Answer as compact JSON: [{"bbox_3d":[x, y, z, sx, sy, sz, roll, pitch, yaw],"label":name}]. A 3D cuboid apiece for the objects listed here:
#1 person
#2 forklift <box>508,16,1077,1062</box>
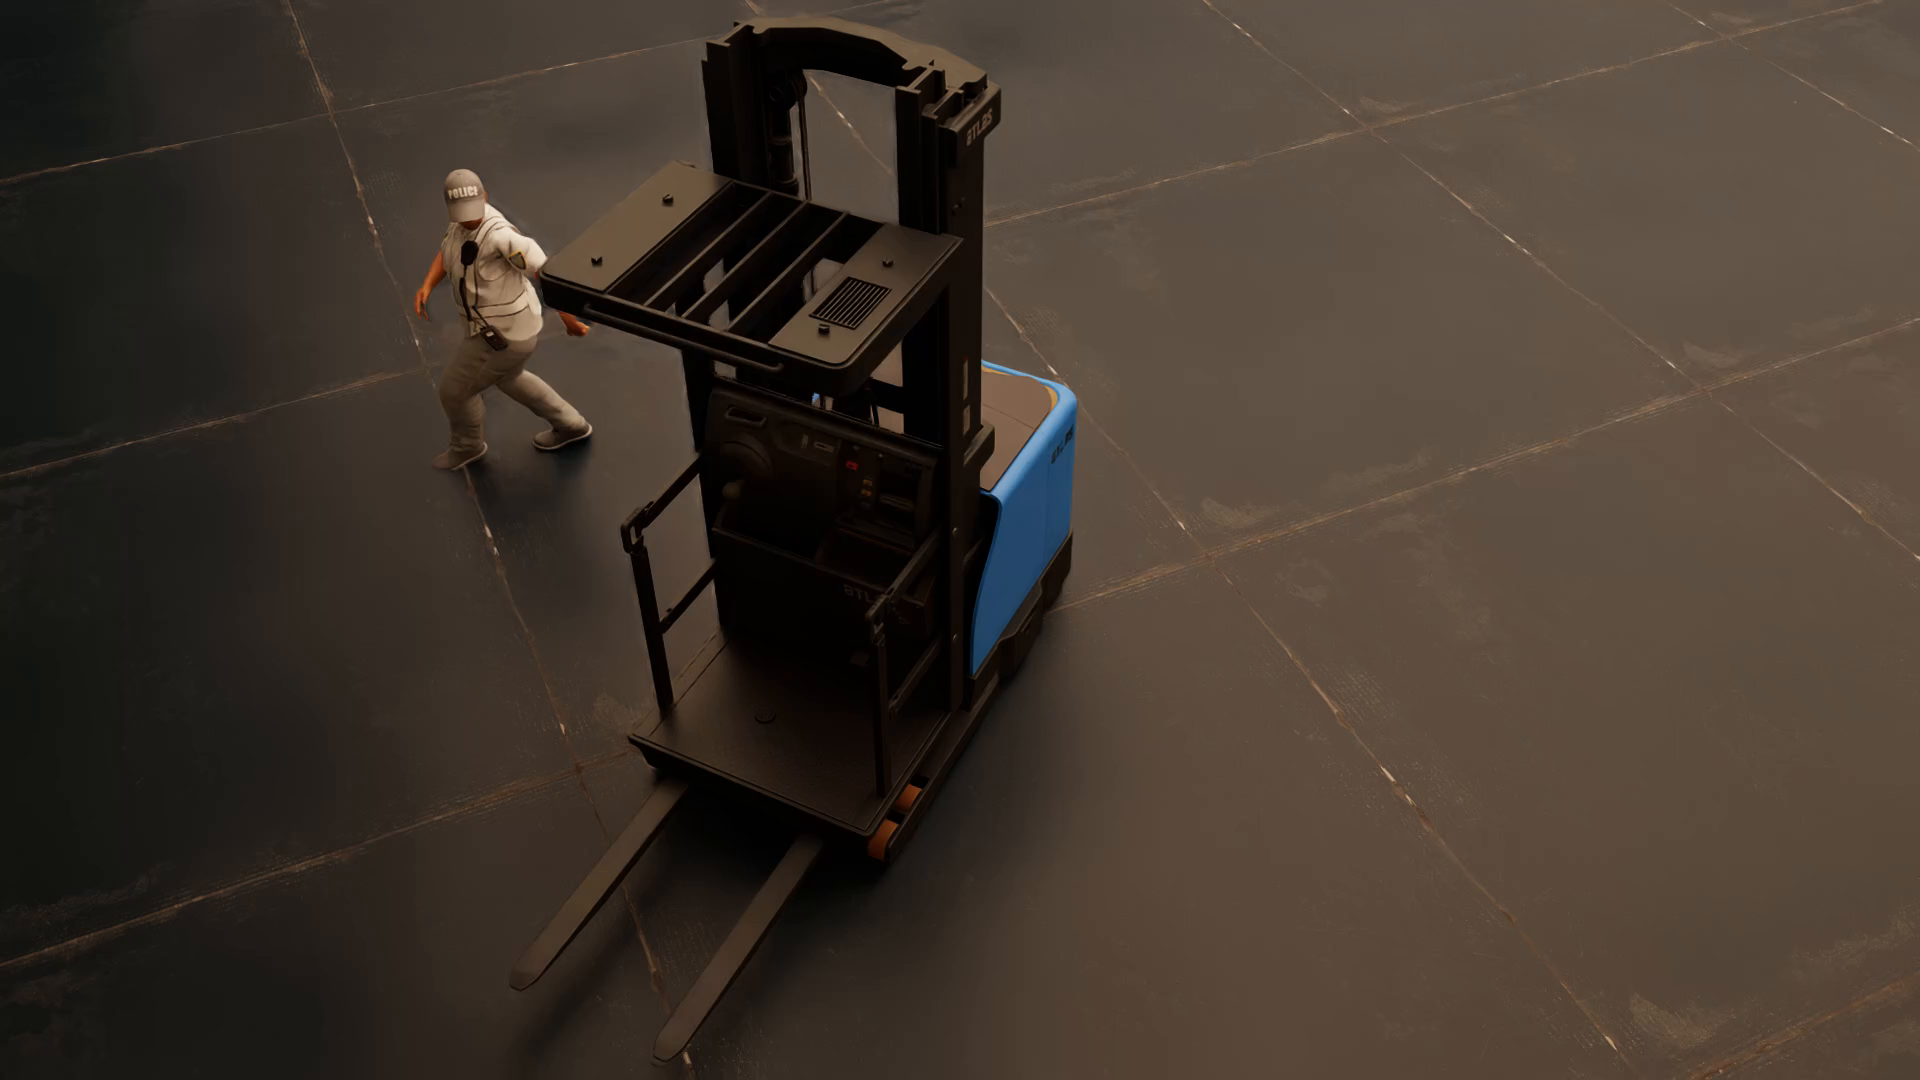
[{"bbox_3d":[-2.189,-1.014,7.778,0.891,1.621,0.514,-9,44,-10],"label":"person"},{"bbox_3d":[-0.608,-0.170,5.862,1.130,2.935,3.031,19,46,19],"label":"forklift"}]
